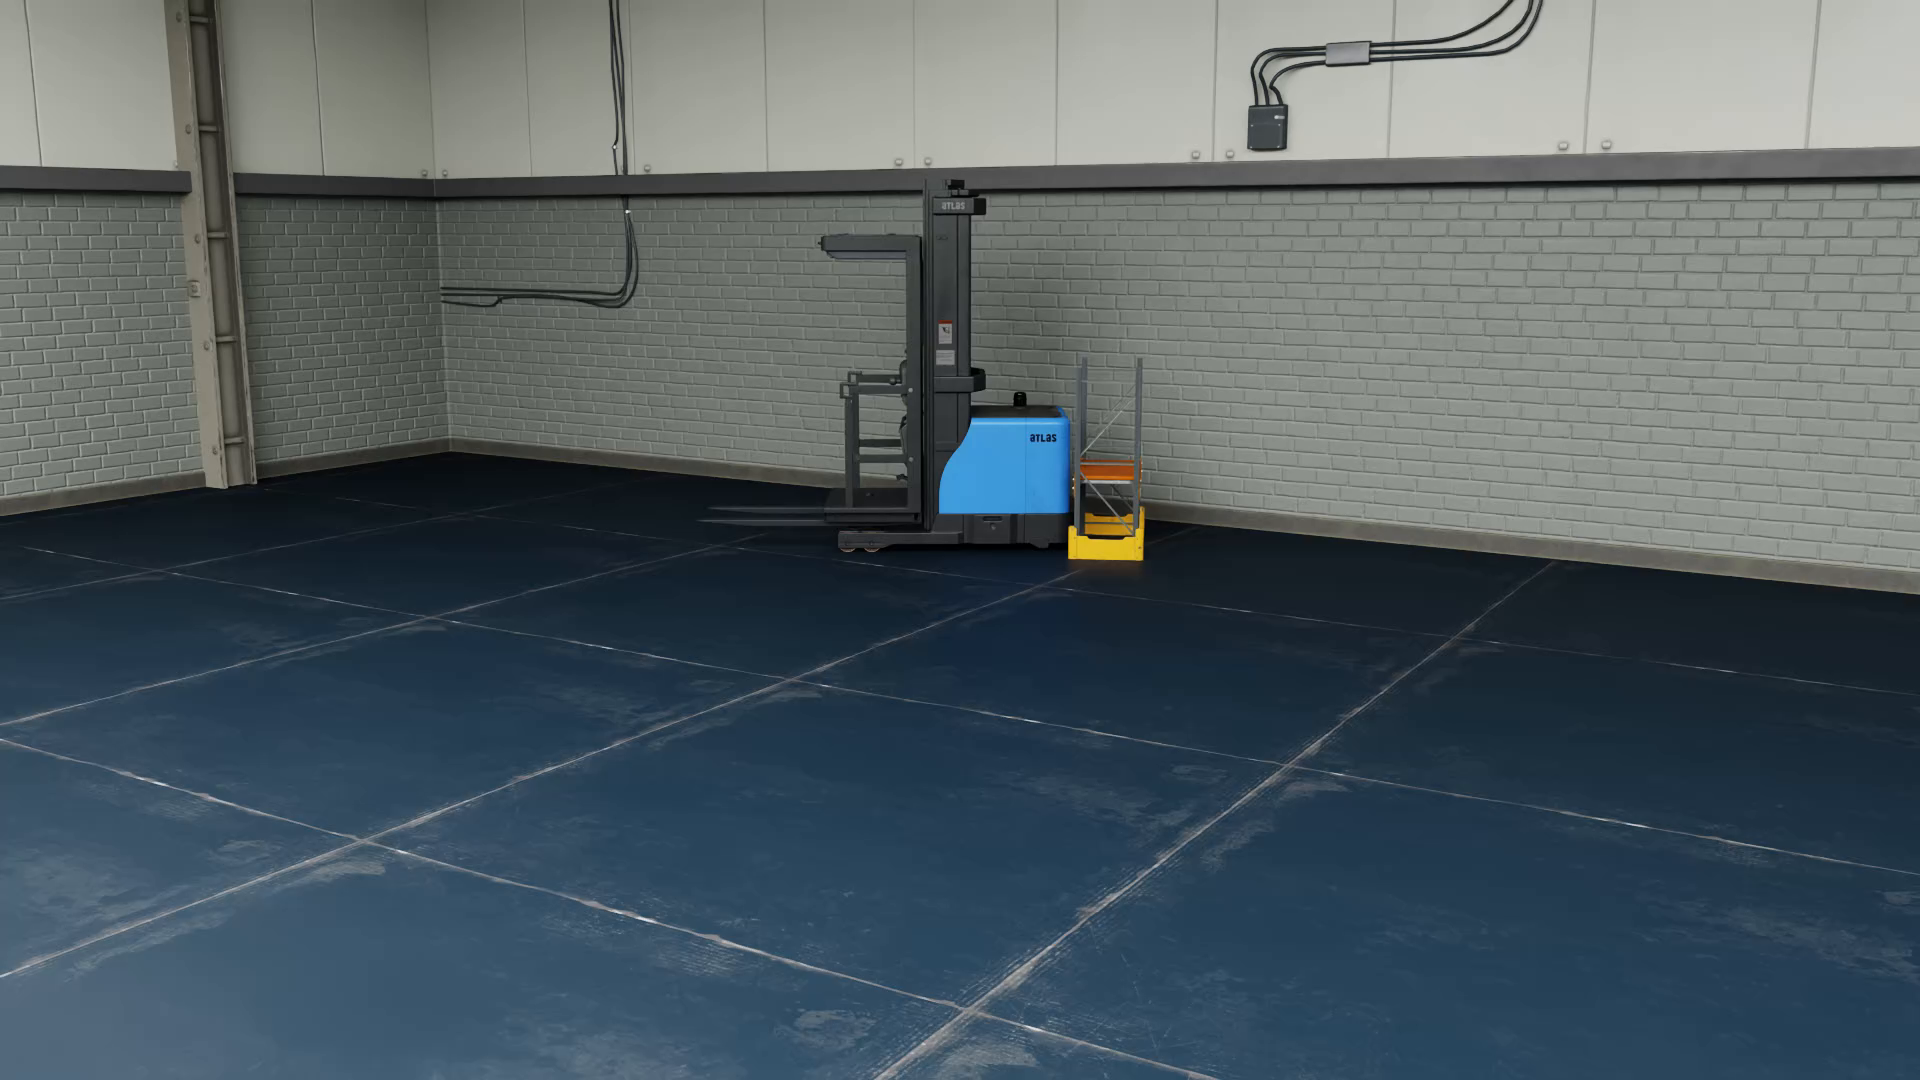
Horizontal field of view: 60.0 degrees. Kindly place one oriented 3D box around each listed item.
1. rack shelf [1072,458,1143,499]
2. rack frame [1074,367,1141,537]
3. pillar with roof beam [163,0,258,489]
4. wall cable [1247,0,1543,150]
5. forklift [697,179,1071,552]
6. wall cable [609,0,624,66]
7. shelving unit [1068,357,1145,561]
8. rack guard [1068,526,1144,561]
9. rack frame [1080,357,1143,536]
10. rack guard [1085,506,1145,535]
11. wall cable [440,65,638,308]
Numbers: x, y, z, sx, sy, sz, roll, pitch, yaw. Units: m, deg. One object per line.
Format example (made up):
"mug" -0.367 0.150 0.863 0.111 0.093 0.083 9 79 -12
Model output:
"rack shelf" 1.205 -0.506 13.472 0.538 0.185 1.000 1 11 7
"rack frame" 1.146 -0.590 12.942 0.500 1.500 0.032 1 11 7
"pillar with roof beam" -3.706 -4.570 13.825 9.100 9.000 0.400 6 12 31
"wall cable" 3.380 -6.080 12.651 2.305 6.003 0.169 6 12 31
"forklift" -0.623 -1.440 13.596 3.031 2.935 1.130 0 11 0
"wall cable" -2.413 -6.016 16.262 3.097 2.526 0.112 6 12 31
"shelving unit" 1.204 -0.681 13.430 0.587 1.500 1.083 1 11 7
"rack guard" 1.146 0.025 13.058 0.587 0.250 0.087 1 11 7
"rack frame" 1.264 -0.775 13.935 0.500 1.500 0.032 1 11 7
"rack guard" 1.261 -0.158 14.031 0.587 0.250 0.087 1 11 7
"wall cable" -4.726 -3.792 18.107 3.097 2.526 0.112 6 12 31
